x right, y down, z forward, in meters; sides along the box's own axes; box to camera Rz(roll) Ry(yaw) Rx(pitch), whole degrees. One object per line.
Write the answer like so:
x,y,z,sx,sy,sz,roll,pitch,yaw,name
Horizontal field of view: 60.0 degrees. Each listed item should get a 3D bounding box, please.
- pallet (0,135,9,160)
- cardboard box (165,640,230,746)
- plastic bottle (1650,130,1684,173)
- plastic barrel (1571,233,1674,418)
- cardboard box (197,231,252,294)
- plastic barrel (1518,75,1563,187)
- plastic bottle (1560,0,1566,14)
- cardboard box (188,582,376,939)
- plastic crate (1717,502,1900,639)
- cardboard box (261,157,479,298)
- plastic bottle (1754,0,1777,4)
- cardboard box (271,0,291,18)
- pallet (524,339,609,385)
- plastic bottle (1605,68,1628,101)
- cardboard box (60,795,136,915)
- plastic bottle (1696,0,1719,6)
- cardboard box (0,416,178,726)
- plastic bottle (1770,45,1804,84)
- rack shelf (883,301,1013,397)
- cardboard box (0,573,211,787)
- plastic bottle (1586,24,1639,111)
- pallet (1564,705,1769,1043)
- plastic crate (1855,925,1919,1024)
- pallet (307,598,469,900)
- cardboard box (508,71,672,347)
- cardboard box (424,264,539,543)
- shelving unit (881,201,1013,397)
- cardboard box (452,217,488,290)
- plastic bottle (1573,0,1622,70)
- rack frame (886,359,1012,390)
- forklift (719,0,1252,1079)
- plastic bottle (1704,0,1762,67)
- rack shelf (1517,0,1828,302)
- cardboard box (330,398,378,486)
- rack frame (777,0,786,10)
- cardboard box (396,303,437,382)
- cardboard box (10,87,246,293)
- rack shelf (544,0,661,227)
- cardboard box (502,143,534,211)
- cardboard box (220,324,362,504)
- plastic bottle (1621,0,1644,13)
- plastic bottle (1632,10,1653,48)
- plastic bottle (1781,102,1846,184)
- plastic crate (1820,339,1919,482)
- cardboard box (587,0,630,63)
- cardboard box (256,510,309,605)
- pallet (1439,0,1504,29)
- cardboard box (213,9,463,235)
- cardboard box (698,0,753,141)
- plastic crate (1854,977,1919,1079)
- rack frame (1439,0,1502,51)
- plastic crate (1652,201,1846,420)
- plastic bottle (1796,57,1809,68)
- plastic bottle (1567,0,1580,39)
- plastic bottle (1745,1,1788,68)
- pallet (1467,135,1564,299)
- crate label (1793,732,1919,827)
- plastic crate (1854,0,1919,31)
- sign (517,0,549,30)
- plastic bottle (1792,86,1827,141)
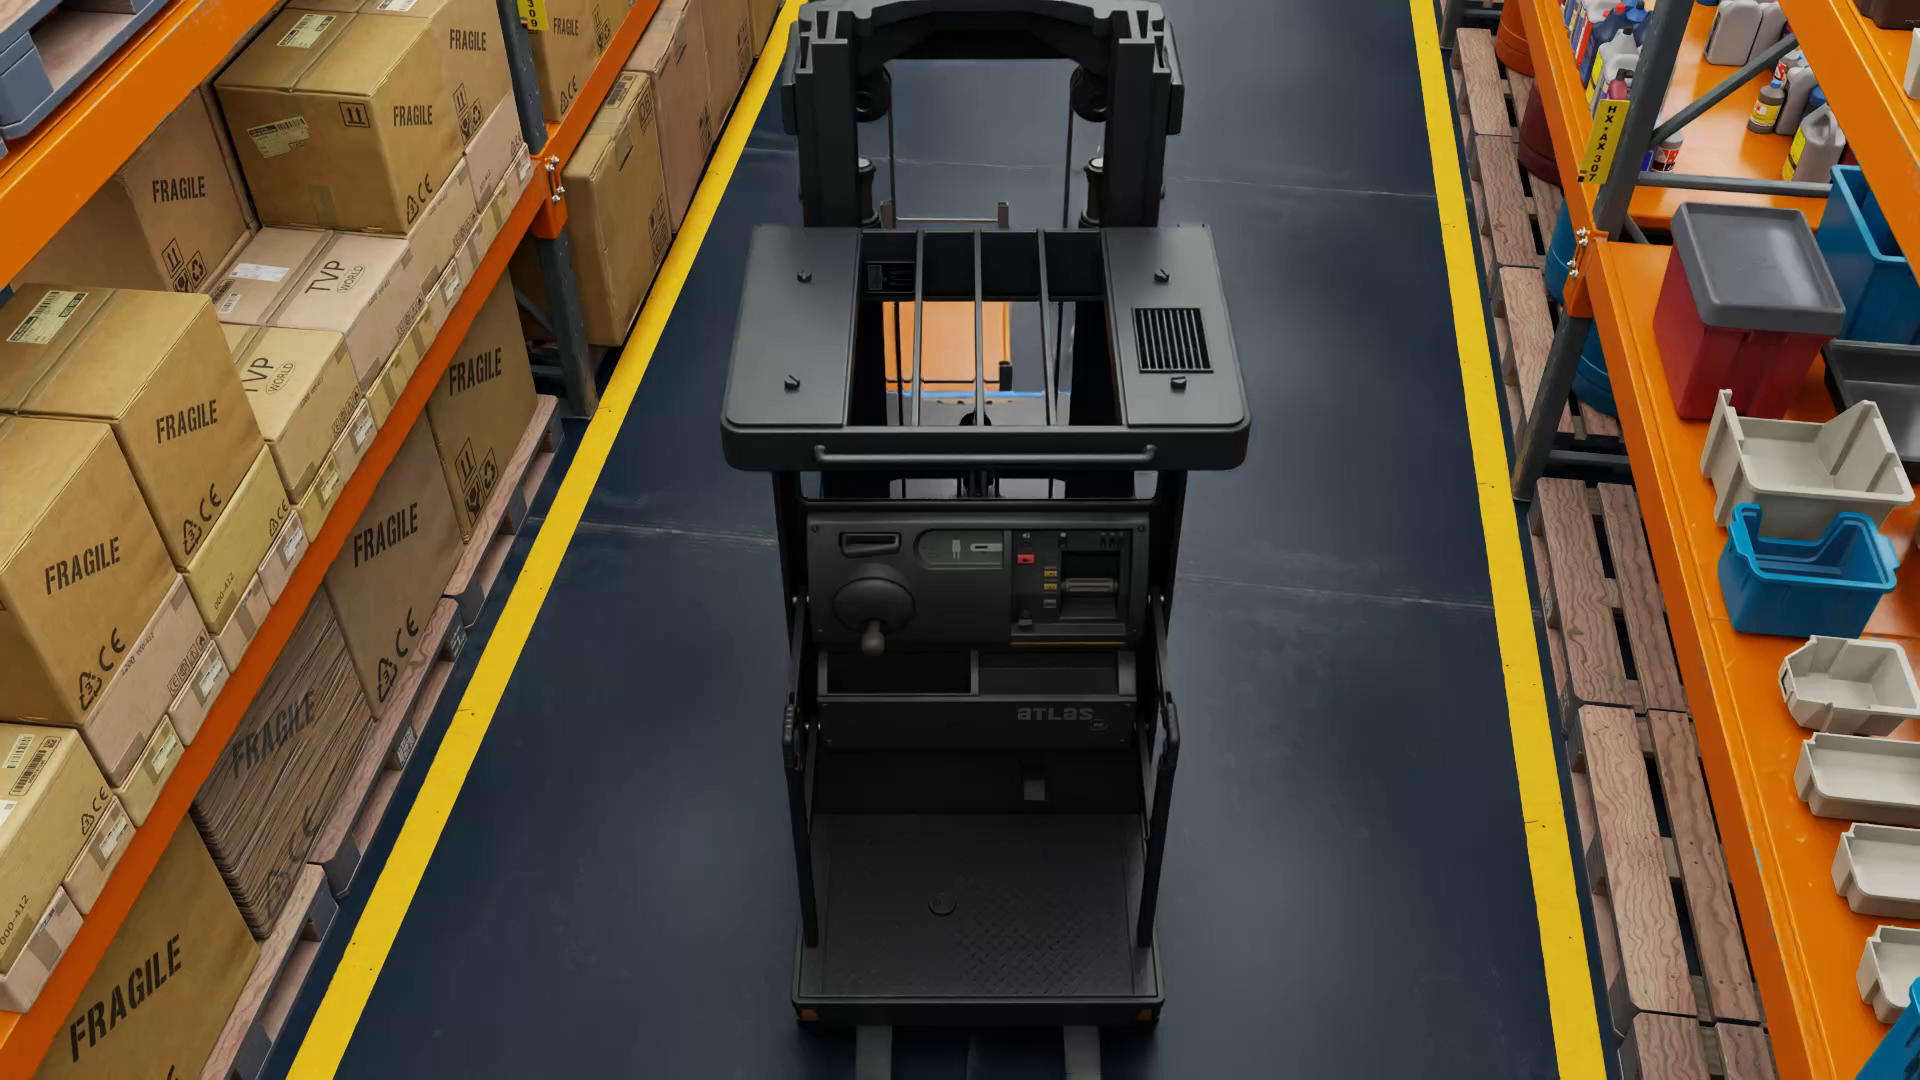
-2.547,-0.533,3.014,1.003,0.211,1.213,5,44,6,pallet
-2.161,0.382,4.347,0.380,0.149,0.250,5,44,5,cardboard box
2.662,-1.473,6.268,0.097,0.201,0.097,0,43,0,plastic bottle
2.893,-1.005,6.851,0.600,0.901,0.708,5,44,6,plastic barrel
-2.561,-0.761,5.265,0.500,0.250,0.500,6,44,7,cardboard box
3.136,-2.144,8.281,0.600,0.588,0.708,5,44,6,plastic barrel
2.687,-2.395,7.243,0.097,0.201,0.097,0,43,0,plastic bottle
-2.509,0.586,5.190,0.875,0.875,0.875,5,44,6,cardboard box
2.292,0.097,4.544,0.416,0.233,0.300,5,44,6,plastic crate
-1.970,-1.072,5.593,0.500,0.250,0.500,6,44,7,cardboard box
3.396,-2.270,7.056,0.152,0.276,0.135,5,44,6,plastic bottle
-2.422,-1.718,5.730,0.500,0.500,0.500,5,44,6,cardboard box
-2.078,-1.216,7.881,1.003,0.211,1.213,5,44,6,pallet
2.521,-1.663,6.409,0.061,0.283,0.133,5,44,6,plastic bottle
-2.228,0.735,3.975,0.380,0.149,0.250,5,44,5,cardboard box
3.321,-2.491,7.293,0.097,0.271,0.097,0,43,0,plastic bottle
-2.237,0.061,3.851,0.500,0.500,0.500,4,44,4,cardboard box
3.359,-1.913,6.733,0.097,0.201,0.097,0,43,0,plastic bottle
-0.064,-0.771,6.321,0.538,0.278,1.000,0,43,0,rack shelf
-2.241,0.319,4.124,0.500,0.250,0.500,5,44,5,cardboard box
2.601,-1.884,6.594,0.144,0.351,0.185,5,44,6,plastic bottle
2.586,1.106,5.429,1.003,0.211,1.213,5,44,6,pallet
2.203,0.982,3.679,0.396,0.136,0.243,5,44,6,plastic crate
-2.443,0.662,5.898,1.003,0.211,1.213,5,44,6,pallet
-2.041,-1.515,7.408,1.225,0.875,0.875,5,44,6,cardboard box
-2.272,-0.634,6.478,0.875,0.875,0.875,5,44,6,cardboard box
-0.064,-0.559,6.522,0.538,1.125,1.048,0,43,0,shelving unit
-1.889,-1.016,5.825,0.380,0.149,0.250,5,44,5,cardboard box
2.650,-2.091,6.867,0.152,0.276,0.135,5,44,6,plastic bottle
-0.069,-0.209,6.153,0.500,1.125,0.032,0,43,0,rack frame
0.052,0.208,4.399,1.130,2.935,3.031,0,43,0,forklift
3.214,-2.126,6.904,0.152,0.276,0.135,5,44,6,plastic bottle
3.068,-2.347,7.571,1.077,0.370,4.000,5,44,6,rack shelf
-2.026,-0.318,5.087,0.380,0.149,0.250,6,44,6,cardboard box
-1.577,-4.422,9.238,1.000,3.000,0.127,5,44,6,rack frame
-1.957,-0.665,5.454,0.380,0.149,0.250,6,44,6,cardboard box
-2.559,-1.028,5.002,0.500,0.500,0.500,4,44,4,cardboard box
-1.841,-2.797,8.046,1.077,0.370,4.000,5,44,6,rack shelf
-1.821,-1.367,6.195,0.380,0.149,0.250,5,44,6,cardboard box
-2.107,-0.379,4.861,0.500,0.250,0.500,4,44,5,cardboard box
2.794,-2.182,6.967,0.097,0.271,0.097,0,43,0,plastic bottle
2.768,-1.997,6.713,0.144,0.351,0.185,5,44,6,plastic bottle
3.177,-1.466,6.152,0.144,0.351,0.185,5,44,6,plastic bottle
2.922,-0.380,5.126,0.437,0.125,0.590,5,44,6,plastic crate
-1.732,-2.365,6.994,0.500,0.500,0.500,5,44,6,cardboard box
-2.093,0.033,4.716,0.380,0.149,0.250,5,44,5,cardboard box
3.473,-3.483,10.275,1.003,0.211,1.213,5,44,6,pallet
-1.972,-1.343,5.334,0.500,0.500,0.500,6,44,6,cardboard box
-1.814,-2.727,8.689,1.225,0.875,0.875,5,44,6,cardboard box
2.134,1.201,3.231,0.616,0.435,0.499,5,44,6,plastic crate
3.333,-3.972,8.763,1.000,3.000,0.127,5,44,6,rack frame
2.437,-0.705,5.222,0.402,0.464,0.583,5,44,6,plastic crate
3.333,-1.805,6.569,0.097,0.271,0.097,0,43,0,plastic bottle
2.656,-2.237,7.076,0.097,0.201,0.097,0,43,0,plastic bottle
3.365,-2.112,6.889,0.152,0.276,0.135,5,44,6,plastic bottle
3.106,-1.589,8.274,1.003,0.211,1.213,5,44,6,pallet
2.269,0.594,4.089,0.396,0.136,0.243,5,44,6,crate label
2.368,-1.466,4.030,0.497,0.269,0.590,5,44,6,plastic crate
-1.555,-1.989,5.982,0.100,0.325,0.005,5,44,6,sign
3.303,-1.647,6.402,0.097,0.271,0.097,0,43,0,plastic bottle
